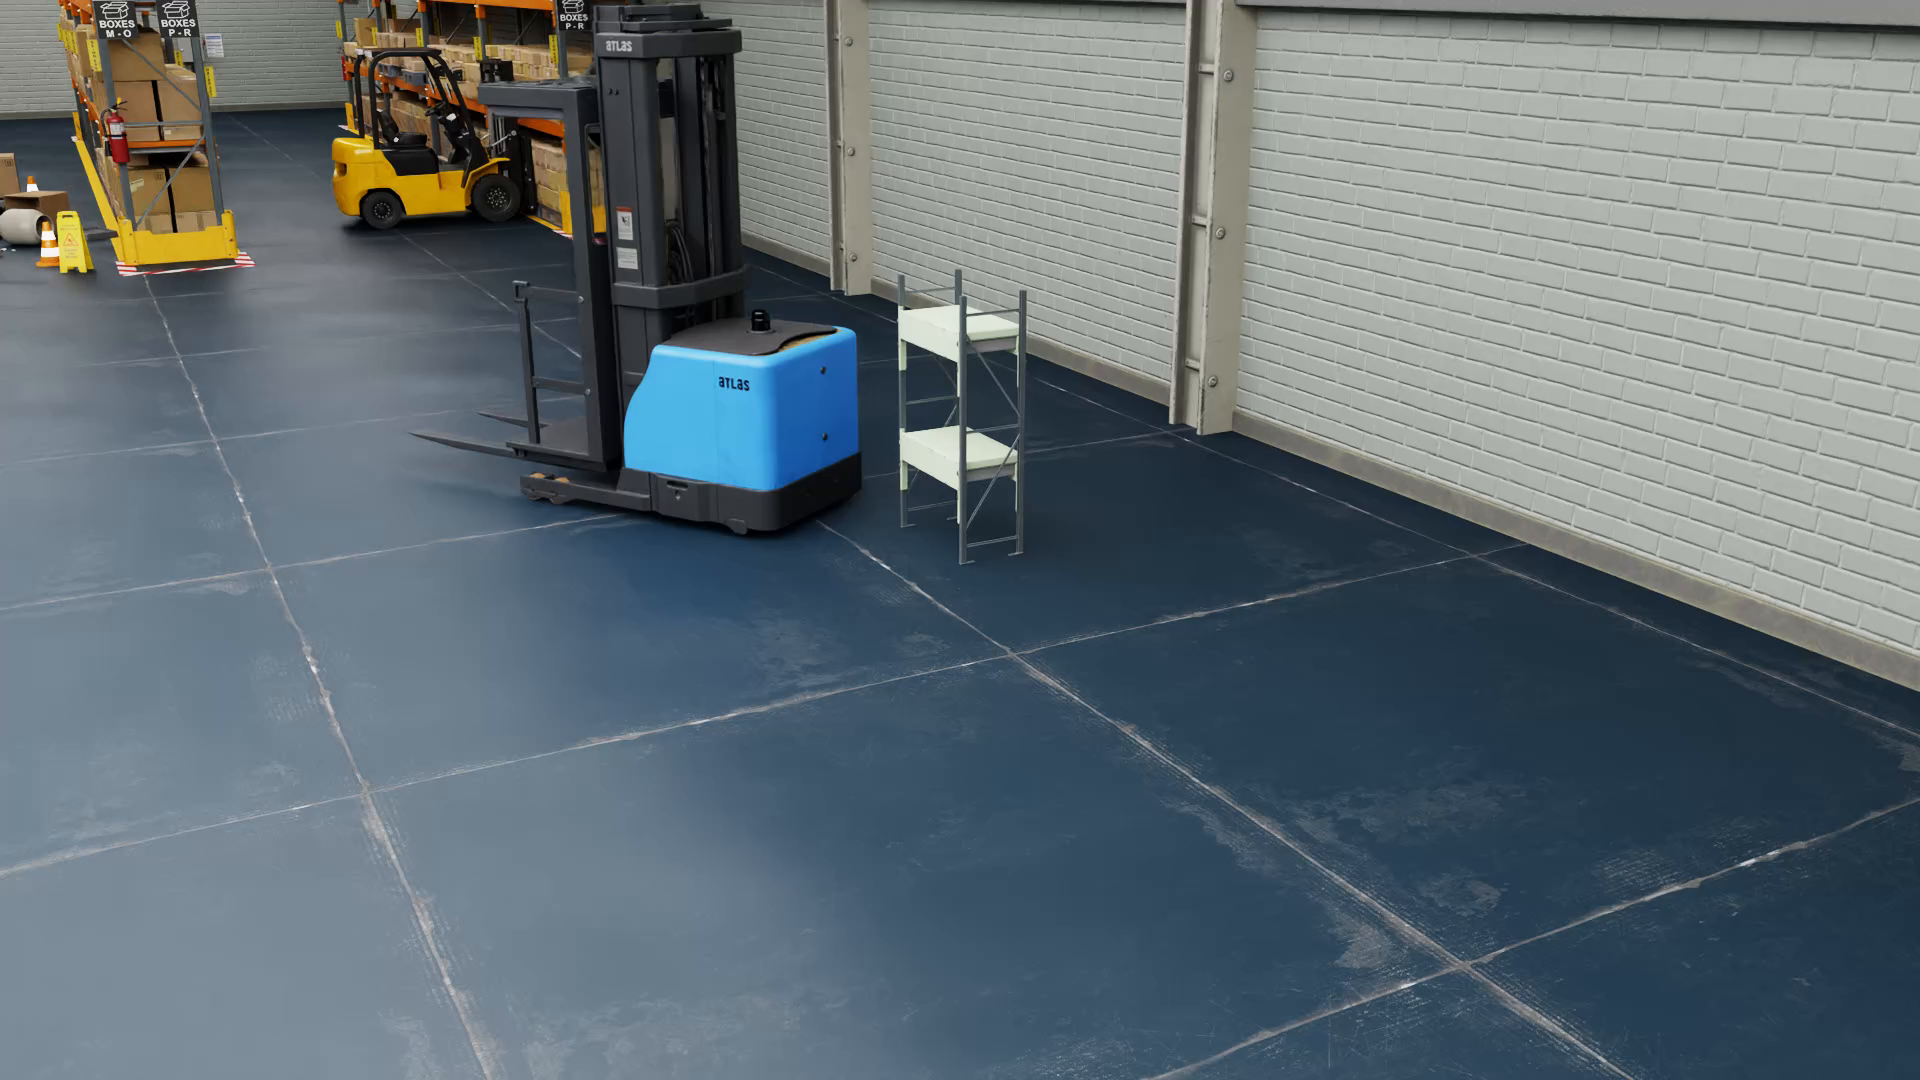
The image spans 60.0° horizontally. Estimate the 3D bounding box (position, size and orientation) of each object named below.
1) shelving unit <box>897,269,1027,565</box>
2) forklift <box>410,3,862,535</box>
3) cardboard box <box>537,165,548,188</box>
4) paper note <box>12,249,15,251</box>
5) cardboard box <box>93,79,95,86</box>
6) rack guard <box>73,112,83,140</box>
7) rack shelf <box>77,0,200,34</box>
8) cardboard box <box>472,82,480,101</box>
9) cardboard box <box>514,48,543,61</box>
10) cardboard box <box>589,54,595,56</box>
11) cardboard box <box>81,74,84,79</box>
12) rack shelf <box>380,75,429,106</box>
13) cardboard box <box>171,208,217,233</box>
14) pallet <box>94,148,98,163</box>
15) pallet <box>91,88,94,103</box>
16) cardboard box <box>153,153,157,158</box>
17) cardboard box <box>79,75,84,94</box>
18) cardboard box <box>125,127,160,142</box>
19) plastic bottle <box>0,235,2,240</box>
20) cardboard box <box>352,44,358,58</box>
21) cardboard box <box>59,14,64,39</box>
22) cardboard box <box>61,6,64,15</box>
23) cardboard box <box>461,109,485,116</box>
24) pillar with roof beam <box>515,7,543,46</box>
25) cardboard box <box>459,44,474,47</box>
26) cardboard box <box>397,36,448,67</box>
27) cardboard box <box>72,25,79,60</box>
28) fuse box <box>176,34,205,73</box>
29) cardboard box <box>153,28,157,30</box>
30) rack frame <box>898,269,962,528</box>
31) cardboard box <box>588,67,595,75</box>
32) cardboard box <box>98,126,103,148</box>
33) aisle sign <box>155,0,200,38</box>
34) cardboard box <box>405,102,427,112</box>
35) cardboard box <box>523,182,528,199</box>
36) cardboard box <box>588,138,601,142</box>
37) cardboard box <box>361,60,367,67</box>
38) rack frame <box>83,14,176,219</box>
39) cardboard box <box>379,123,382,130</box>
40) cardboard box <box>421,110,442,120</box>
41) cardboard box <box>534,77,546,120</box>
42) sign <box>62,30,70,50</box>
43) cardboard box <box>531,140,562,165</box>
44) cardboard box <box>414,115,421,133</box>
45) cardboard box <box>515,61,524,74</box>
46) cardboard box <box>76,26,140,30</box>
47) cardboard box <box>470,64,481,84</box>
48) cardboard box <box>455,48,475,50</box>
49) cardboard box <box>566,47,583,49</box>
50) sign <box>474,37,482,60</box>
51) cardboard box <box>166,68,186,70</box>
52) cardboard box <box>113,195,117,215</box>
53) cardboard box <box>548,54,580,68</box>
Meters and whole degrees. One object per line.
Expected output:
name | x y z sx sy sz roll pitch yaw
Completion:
shelving unit | 0.003 -0.707 9.381 0.431 1.500 0.755 -10 21 -27
forklift | -2.151 -1.743 10.188 3.031 2.935 1.130 10 21 27
cardboard box | -5.148 -4.718 21.509 0.500 0.250 0.500 -10 22 -27
paper note | -11.066 -3.390 19.441 0.032 0.001 0.123 -10 21 -27
cardboard box | -10.457 -5.602 20.658 0.500 0.500 0.500 -10 21 -27
rack guard | -16.389 -7.994 32.032 1.175 0.500 0.348 -10 21 -27
rack shelf | -9.730 -6.228 19.585 1.077 0.370 4.000 -10 21 -27
cardboard box | -6.783 -6.527 24.178 0.500 0.250 0.500 -9 21 -25
cardboard box | -5.741 -6.493 22.247 0.380 0.149 0.250 -10 21 -27
cardboard box | -4.456 -6.056 20.978 0.380 0.149 0.250 -9 21 -25
cardboard box | -13.033 -7.137 25.180 0.500 0.250 0.500 -10 21 -27
rack shelf | -9.162 -7.876 28.961 1.077 0.370 4.000 -10 21 -27
cardboard box | -8.920 -3.749 19.468 0.500 0.250 0.500 -10 21 -27
pallet | -14.046 -6.492 28.123 1.003 0.211 1.213 -10 21 -27
pallet | -11.603 -6.220 23.351 1.003 0.211 1.213 -10 21 -27
cardboard box | -9.919 -4.703 21.084 0.500 0.500 0.500 -10 21 -26
cardboard box | -13.304 -7.050 25.695 0.500 0.250 0.500 -10 21 -26
cardboard box | -9.146 -4.531 18.549 0.380 0.149 0.250 -9 21 -25
plastic bottle | -11.717 -3.674 20.185 0.133 0.061 0.283 -6 20 -17
cardboard box | -11.550 -9.547 32.473 0.500 0.250 0.500 -10 22 -28
cardboard box | -16.401 -9.507 30.897 0.500 0.500 0.500 -11 22 -28
cardboard box | -16.243 -9.694 30.445 0.380 0.149 0.250 -9 21 -25
cardboard box | -8.186 -7.164 27.987 0.380 0.149 0.250 -9 21 -24
pillar with roof beam | -10.589 -9.577 23.589 9.100 9.000 0.400 -10 21 -27
cardboard box | -7.880 -7.934 26.878 0.380 0.149 0.250 -9 21 -25
cardboard box | -9.150 -8.329 28.369 0.797 0.503 0.637 -11 22 -28
cardboard box | -13.055 -7.500 25.082 0.500 0.500 0.500 -11 22 -28
fuse box | -17.158 -10.458 37.316 0.539 1.711 0.414 -10 21 -27
cardboard box | -11.554 -7.139 23.475 0.380 0.149 0.250 -11 22 -29
rack frame | -0.171 -0.812 9.686 0.400 1.500 0.023 -10 21 -27
cardboard box | -4.520 -5.898 20.978 0.380 0.149 0.250 -10 21 -27
cardboard box | -13.678 -6.791 27.326 0.875 0.875 0.875 -9 21 -25
aisle sign | -8.478 -5.835 17.957 0.394 0.787 0.004 -10 21 -27
cardboard box | -9.616 -7.676 29.472 0.380 0.149 0.250 -10 21 -27
cardboard box | -5.639 -4.765 22.414 0.500 0.250 0.500 -9 21 -25
cardboard box | -4.944 -5.172 22.061 0.500 0.250 0.500 -10 21 -27
cardboard box | -11.386 -9.233 32.176 0.380 0.149 0.250 -9 21 -25
rack frame | -10.680 -5.724 21.621 1.000 3.000 0.127 -10 21 -27
cardboard box | -10.804 -7.913 31.514 0.396 0.266 0.258 -9 21 -25
cardboard box | -8.827 -7.142 27.924 0.380 0.149 0.250 -11 22 -29
cardboard box | -5.117 -5.644 21.235 0.500 0.500 0.500 -9 21 -25
sign | -14.966 -8.381 27.872 0.100 0.325 0.005 -10 21 -27
cardboard box | -5.403 -5.090 21.822 0.500 0.250 0.500 -10 21 -26
cardboard box | -9.082 -7.042 28.630 0.500 0.500 0.500 -9 21 -24
cardboard box | -5.676 -6.269 22.051 0.380 0.149 0.250 -10 22 -28
cardboard box | -10.224 -5.926 20.065 0.700 0.500 0.500 -11 22 -28
cardboard box | -6.771 -6.761 24.089 0.500 0.250 0.500 -10 22 -28
cardboard box | -7.490 -7.430 25.418 0.380 0.149 0.250 -10 21 -27
cardboard box | -5.316 -6.571 22.472 0.380 0.149 0.250 -10 22 -27
sign | -6.786 -6.917 23.424 0.100 0.325 0.005 -10 21 -27
cardboard box | -9.749 -5.528 20.443 0.500 0.500 0.500 -9 21 -25
cardboard box | -10.374 -4.260 20.950 0.500 0.250 0.500 -9 21 -24
cardboard box | -4.914 -5.976 20.748 0.380 0.149 0.250 -10 21 -27
